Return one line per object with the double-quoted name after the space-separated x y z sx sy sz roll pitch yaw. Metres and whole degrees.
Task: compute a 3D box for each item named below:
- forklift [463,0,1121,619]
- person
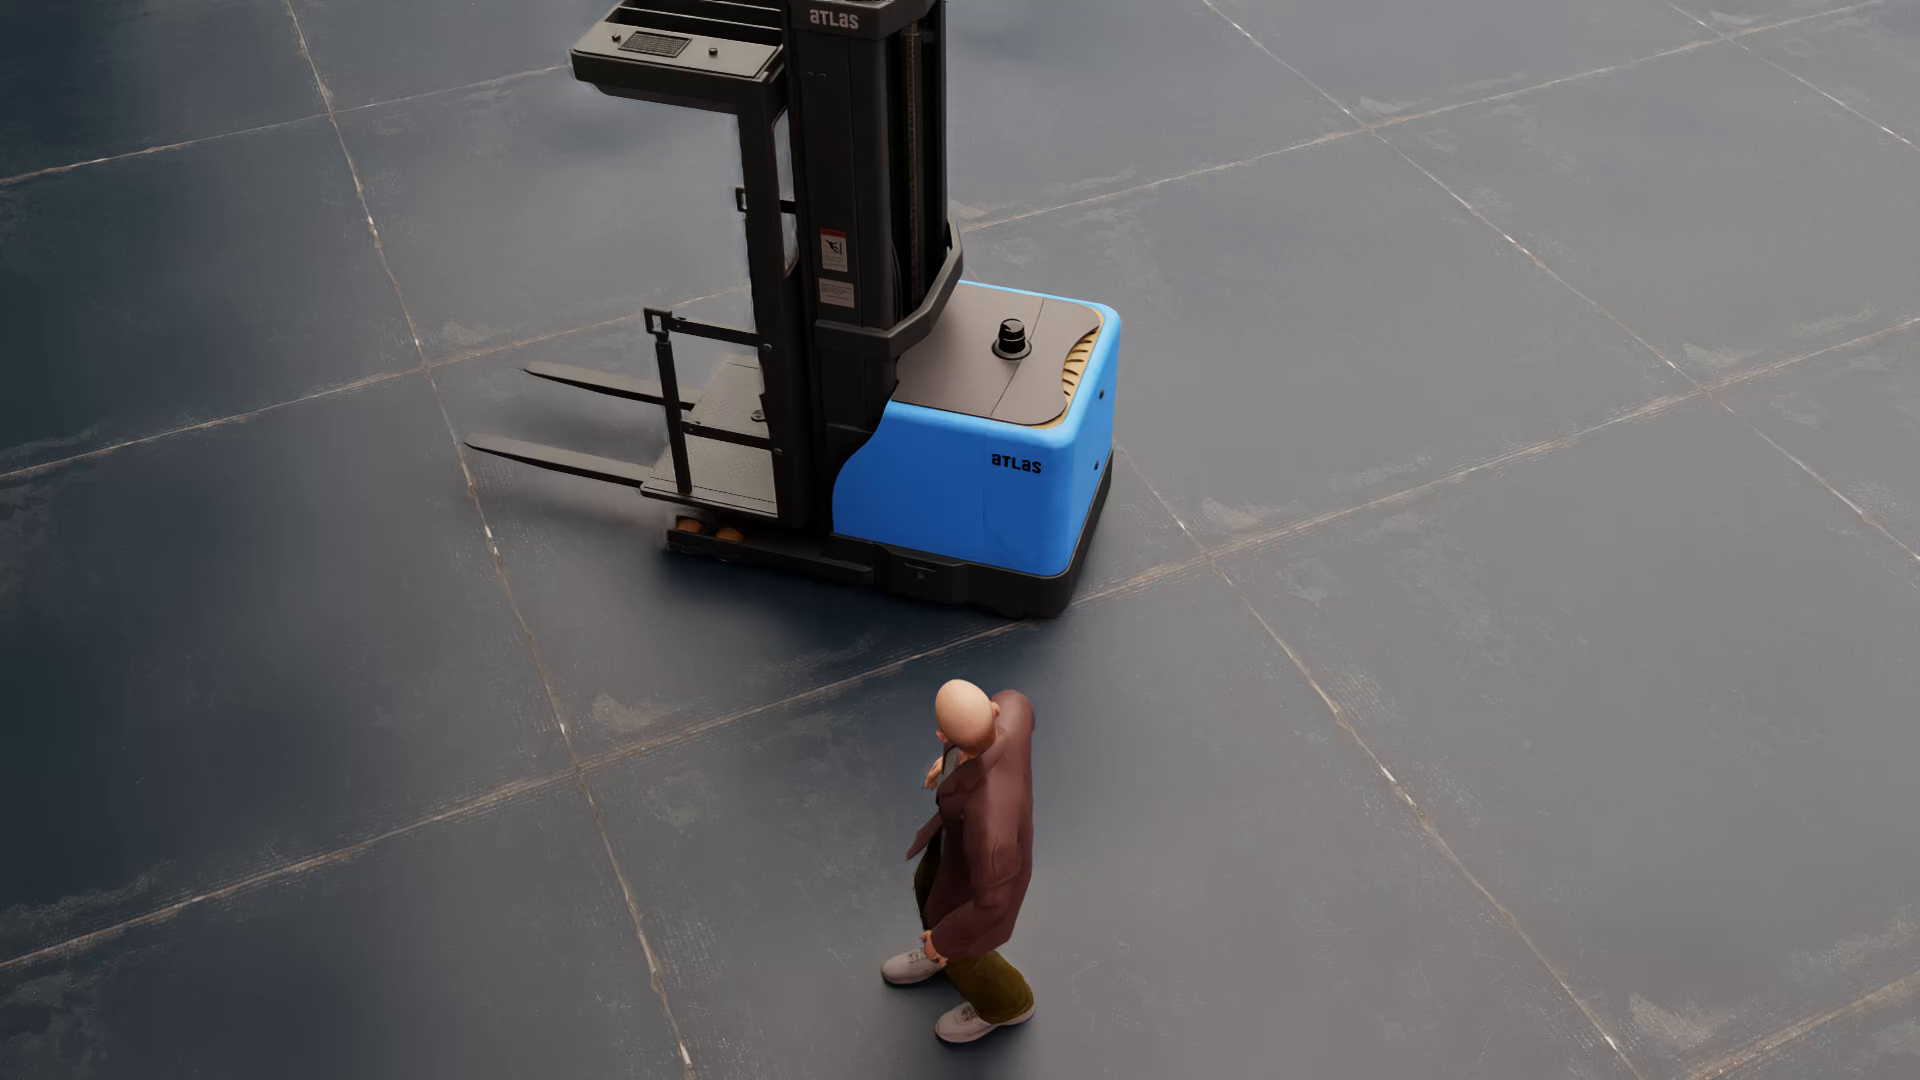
-0.849 -1.299 7.072 3.031 2.935 1.130 12 44 12 "forklift"
-0.008 1.062 5.414 0.552 1.753 0.790 -2 43 -2 "person"
